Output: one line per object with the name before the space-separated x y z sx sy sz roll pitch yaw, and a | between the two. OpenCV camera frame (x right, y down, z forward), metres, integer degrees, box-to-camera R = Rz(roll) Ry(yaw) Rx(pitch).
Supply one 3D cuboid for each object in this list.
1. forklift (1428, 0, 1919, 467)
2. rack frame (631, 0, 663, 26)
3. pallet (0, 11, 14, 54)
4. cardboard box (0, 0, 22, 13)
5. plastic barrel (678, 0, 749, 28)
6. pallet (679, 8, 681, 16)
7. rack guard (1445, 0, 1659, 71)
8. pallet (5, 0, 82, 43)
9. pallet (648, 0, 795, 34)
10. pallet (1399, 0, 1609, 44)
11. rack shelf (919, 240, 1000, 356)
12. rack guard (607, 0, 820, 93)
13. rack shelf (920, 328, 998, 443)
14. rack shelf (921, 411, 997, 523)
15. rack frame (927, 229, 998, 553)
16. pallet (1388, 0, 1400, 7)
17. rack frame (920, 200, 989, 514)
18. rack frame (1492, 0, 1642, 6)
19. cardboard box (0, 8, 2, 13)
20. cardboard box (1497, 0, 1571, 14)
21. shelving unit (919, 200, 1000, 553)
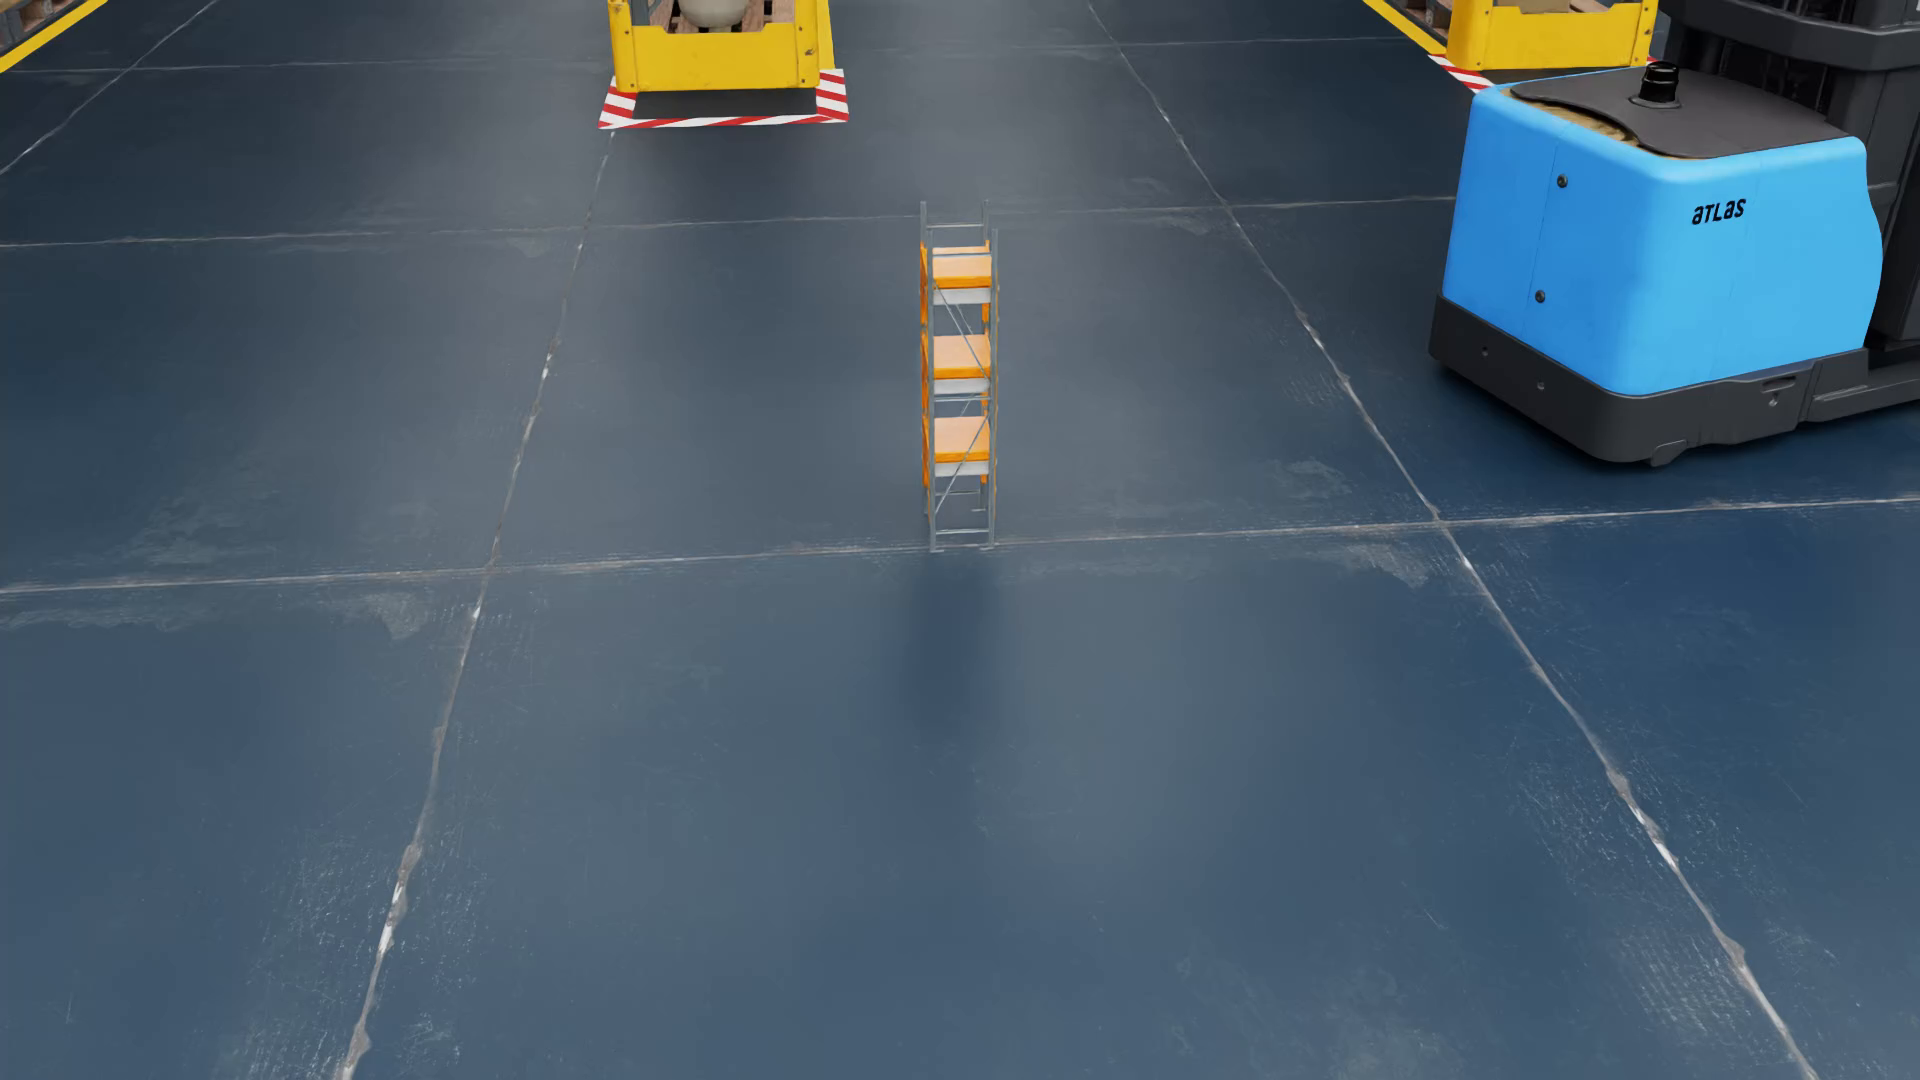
forklift | 3.340 -1.989 5.721 3.031 2.935 1.130 -12 33 -20
rack frame | -1.356 -3.935 8.912 1.000 3.000 0.127 -3 31 -5
pallet | -6.401 -2.891 9.884 1.003 0.211 1.213 -3 31 -5
cardboard box | -6.213 -3.494 10.446 0.500 0.250 0.500 -3 31 -5
plastic barrel | -1.493 -3.379 9.999 0.421 0.512 0.421 0 31 0
pallet | -1.591 -3.811 11.424 1.003 0.211 1.213 -3 31 -5
rack guard | 3.569 -3.138 10.016 1.175 0.500 0.348 -3 31 -5
pallet | -6.512 -3.512 10.924 1.003 0.211 1.213 -3 31 -5
pallet | -1.480 -3.189 10.383 1.003 0.211 1.213 -3 31 -5
pallet | 3.528 -3.430 10.787 1.003 0.211 1.213 -3 31 -5
rack shelf | -0.005 -0.713 4.886 0.215 0.259 0.240 -3 31 -5
rack guard | -1.410 -2.898 9.614 1.175 0.500 0.348 -3 31 -5
rack shelf | -0.005 -0.469 5.032 0.215 0.259 0.240 -3 31 -5
rack shelf | -0.005 -0.230 5.174 0.215 0.259 0.240 -3 31 -5
rack frame | 0.006 -0.416 4.922 0.200 1.050 0.008 -3 31 -5
pallet | 3.417 -4.052 11.827 1.003 0.211 1.213 -3 31 -5
rack frame | -0.016 -0.540 5.131 0.200 1.050 0.008 -3 31 -5
rack frame | 3.576 -4.172 9.310 1.000 3.000 0.127 -3 31 -5
cardboard box | -6.167 -3.239 10.019 0.500 0.250 0.500 -3 31 -5
cardboard box | 3.534 -3.599 10.378 0.500 0.500 0.500 3 31 5
shelving unit | -0.005 -0.478 5.027 0.215 1.050 0.252 -3 31 -5
